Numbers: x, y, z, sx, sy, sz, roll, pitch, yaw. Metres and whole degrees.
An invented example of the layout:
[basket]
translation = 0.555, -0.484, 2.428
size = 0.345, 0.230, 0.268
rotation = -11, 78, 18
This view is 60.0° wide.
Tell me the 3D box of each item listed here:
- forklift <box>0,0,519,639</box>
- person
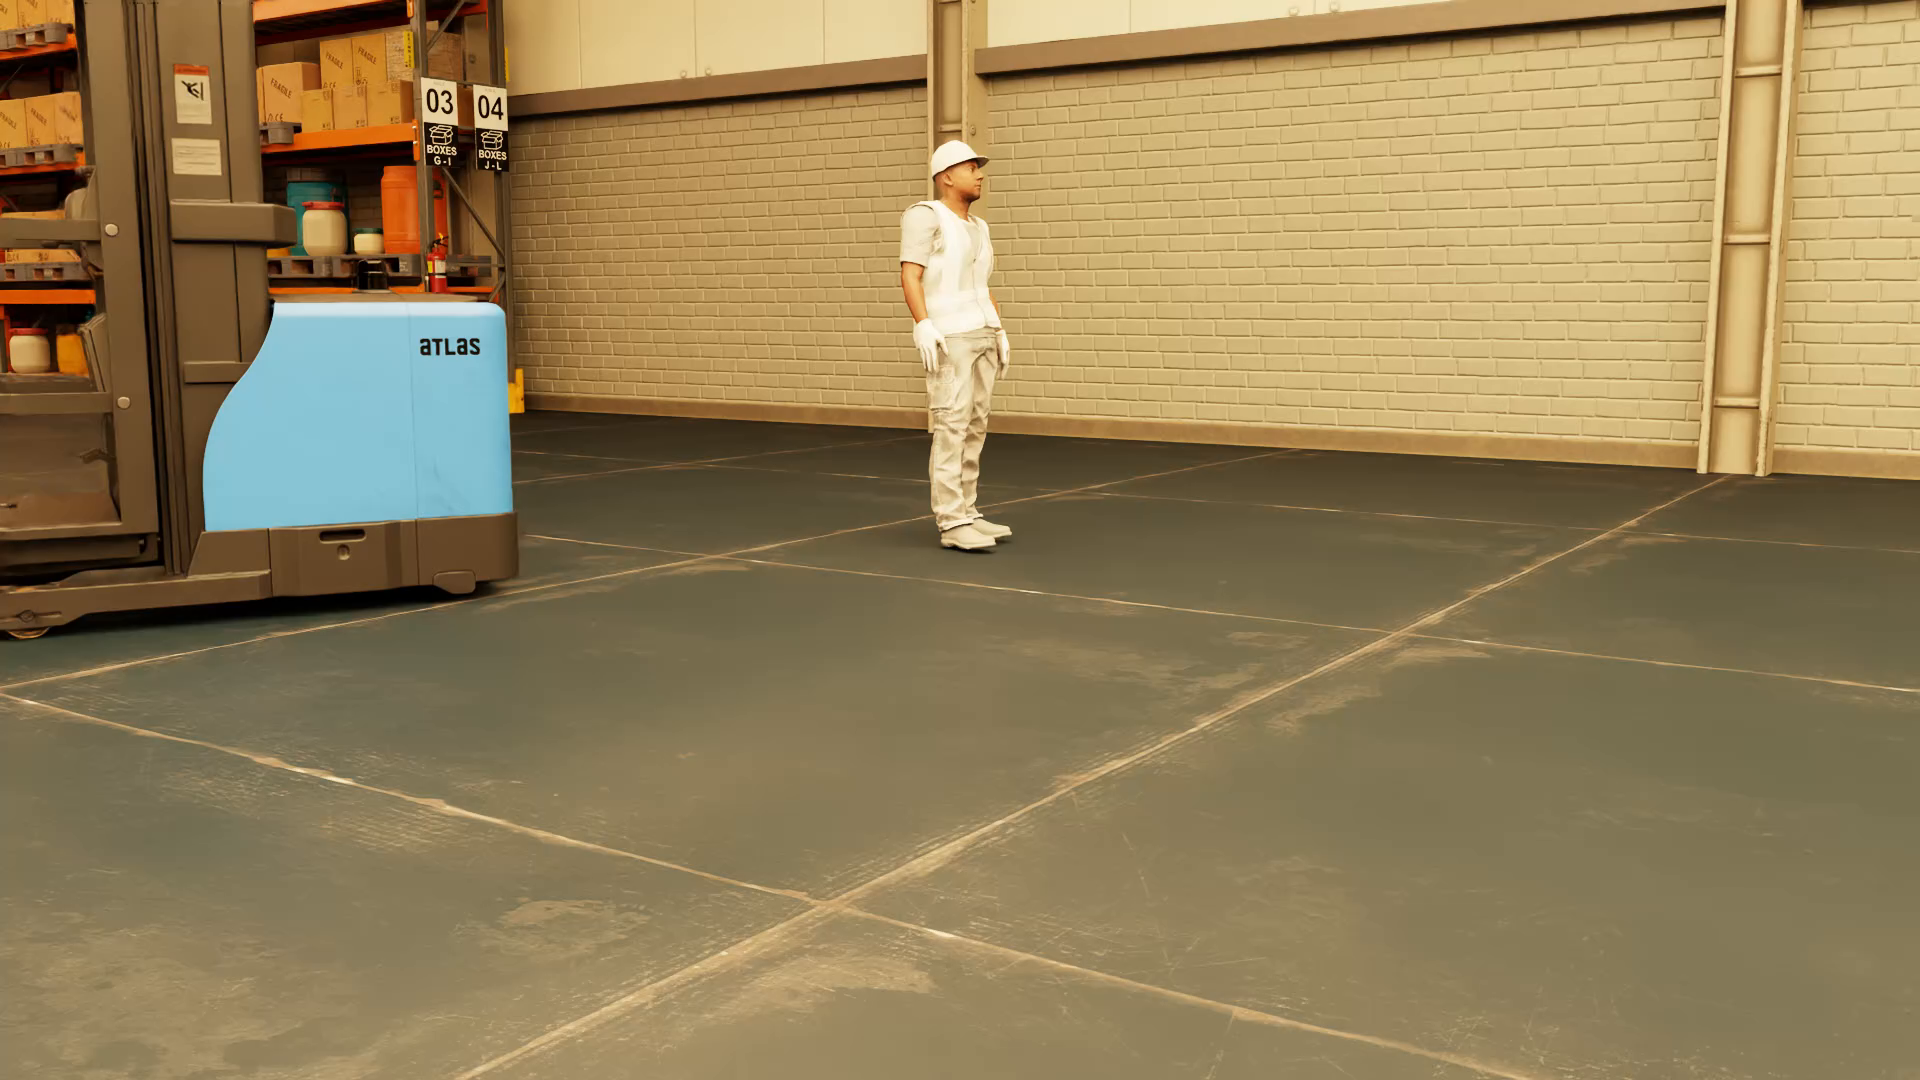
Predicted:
[forklift]
translation = -3.179, -1.203, 5.655
size = 3.031, 2.935, 1.130
rotation = -4, 9, -28
[person]
translation = 0.054, -0.883, 7.430
size = 0.577, 1.782, 0.656
rotation = 5, 10, 34
